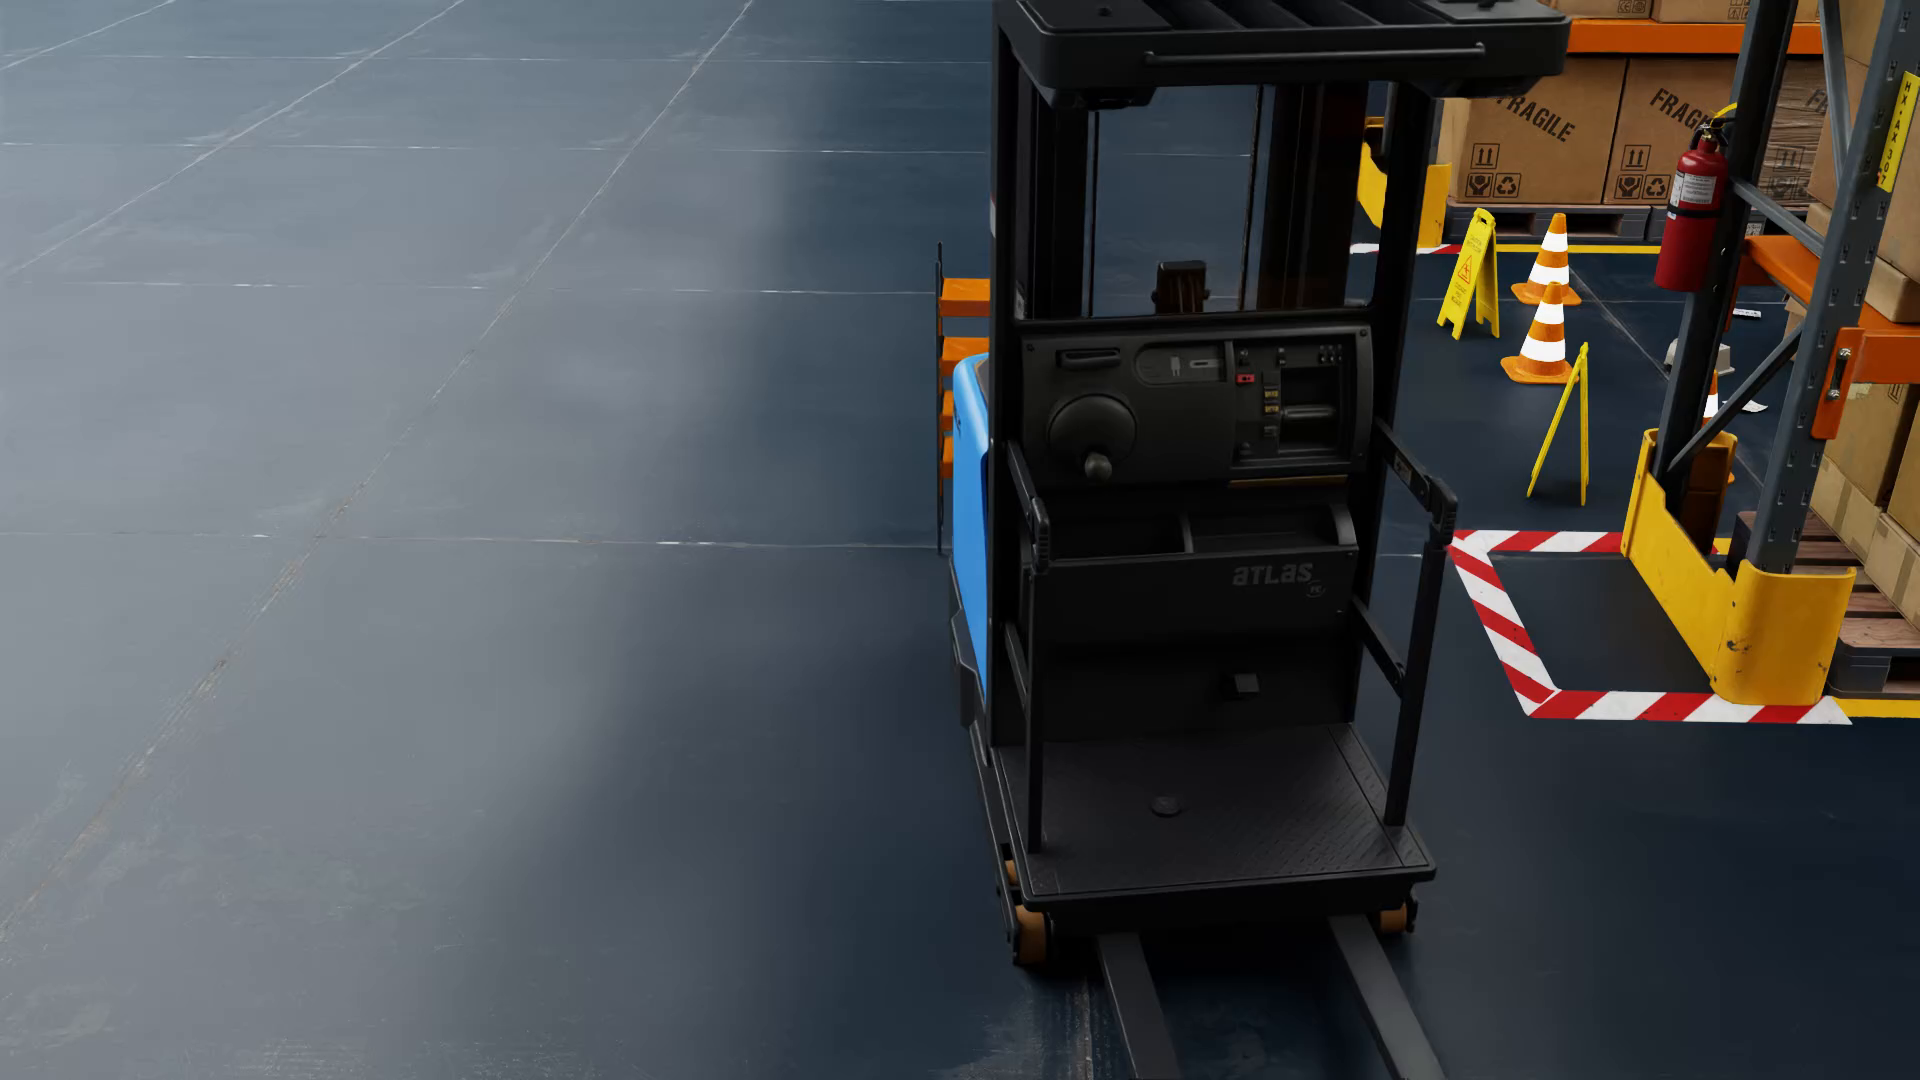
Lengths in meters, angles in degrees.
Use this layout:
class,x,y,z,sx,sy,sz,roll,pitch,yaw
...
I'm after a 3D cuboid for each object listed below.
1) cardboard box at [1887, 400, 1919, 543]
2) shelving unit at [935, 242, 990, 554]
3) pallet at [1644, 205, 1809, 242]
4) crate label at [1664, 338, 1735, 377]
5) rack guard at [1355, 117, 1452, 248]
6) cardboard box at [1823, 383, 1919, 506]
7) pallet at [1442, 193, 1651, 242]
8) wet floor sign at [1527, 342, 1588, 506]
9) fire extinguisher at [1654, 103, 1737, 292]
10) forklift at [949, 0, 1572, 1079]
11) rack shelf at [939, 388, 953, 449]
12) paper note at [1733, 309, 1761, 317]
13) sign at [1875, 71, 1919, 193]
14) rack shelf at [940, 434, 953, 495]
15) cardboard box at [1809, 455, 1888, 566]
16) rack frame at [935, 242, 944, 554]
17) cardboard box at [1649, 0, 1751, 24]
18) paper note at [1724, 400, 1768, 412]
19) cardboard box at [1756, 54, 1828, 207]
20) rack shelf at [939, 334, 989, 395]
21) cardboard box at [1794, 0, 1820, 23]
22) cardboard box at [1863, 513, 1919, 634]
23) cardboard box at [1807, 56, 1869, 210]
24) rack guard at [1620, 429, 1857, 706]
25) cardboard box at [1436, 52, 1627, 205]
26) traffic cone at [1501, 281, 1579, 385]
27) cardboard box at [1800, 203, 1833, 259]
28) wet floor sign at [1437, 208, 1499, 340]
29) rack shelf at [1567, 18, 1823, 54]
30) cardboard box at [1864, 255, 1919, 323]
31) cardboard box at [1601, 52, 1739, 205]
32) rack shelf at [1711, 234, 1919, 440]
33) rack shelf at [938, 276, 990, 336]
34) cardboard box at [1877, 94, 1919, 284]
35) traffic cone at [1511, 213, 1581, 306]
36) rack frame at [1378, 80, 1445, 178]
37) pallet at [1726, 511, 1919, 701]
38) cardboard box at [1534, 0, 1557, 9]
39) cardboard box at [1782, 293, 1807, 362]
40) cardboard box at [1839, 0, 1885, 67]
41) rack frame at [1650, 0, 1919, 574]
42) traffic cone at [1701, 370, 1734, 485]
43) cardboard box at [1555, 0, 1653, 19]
class,x,y,z,sx,sy,sz,roll,pitch,yaw
cardboard box,3.525,-0.199,5.548,0.500,0.500,0.500,0,28,0
shelving unit,0.165,-0.527,6.402,0.503,1.200,0.258,1,28,2
pallet,4.796,-2.128,10.478,1.213,0.211,1.003,1,28,2
crate label,3.667,-0.913,8.264,0.298,0.136,0.250,-14,31,-24
rack guard,2.754,-2.254,10.407,0.348,0.500,1.175,1,28,2
cardboard box,3.514,-0.451,6.022,0.500,0.500,0.500,1,28,2
pallet,3.580,-2.150,10.518,1.213,0.211,1.003,1,28,2
wet floor sign,2.553,-0.504,6.949,0.232,0.644,0.267,11,30,19
fire extinguisher,2.606,-1.223,5.876,0.183,0.674,0.296,1,28,2
forklift,0.650,-0.316,4.154,1.130,2.935,3.031,-3,28,-6
rack shelf,0.165,-0.468,6.433,0.480,0.148,0.258,1,28,2
paper note,4.244,-1.226,8.970,0.142,0.017,0.144,11,30,19
sign,2.686,-1.168,4.765,0.005,0.325,0.100,1,28,2
rack shelf,0.165,-0.293,6.526,0.480,0.148,0.258,1,28,2
cardboard box,3.546,-0.123,6.204,0.500,0.250,0.500,1,28,2
rack frame,-0.078,-0.531,6.410,0.015,1.200,0.240,1,28,2
cardboard box,4.256,-3.373,9.688,0.550,0.550,0.875,1,28,2
paper note,3.720,-0.644,7.871,0.142,0.019,0.148,-9,29,-16
cardboard box,5.249,-2.595,10.202,0.875,0.875,0.875,1,28,2
rack shelf,0.165,-0.666,6.329,0.480,0.148,0.258,1,28,2
cardboard box,4.788,-3.384,9.708,0.500,0.550,0.875,1,28,2
cardboard box,3.501,0.132,5.723,0.500,0.250,0.500,1,28,1
cardboard box,3.257,-1.335,5.580,0.500,0.500,0.500,0,28,1
rack guard,2.781,0.066,6.030,0.348,0.500,1.175,1,28,2
cardboard box,3.458,-2.625,10.258,0.875,0.875,0.875,1,28,2
traffic cone,2.879,-1.041,8.158,0.334,0.463,0.336,1,28,2
cardboard box,3.086,-1.023,5.683,0.250,0.149,0.380,2,28,4
wet floor sign,2.680,-1.392,8.625,0.232,0.644,0.267,-4,28,-7
rack shelf,4.777,-3.008,9.927,4.000,0.370,1.077,1,28,2
cardboard box,3.037,-0.826,5.313,0.250,0.149,0.380,1,28,2
cardboard box,4.338,-2.611,10.232,0.875,0.875,0.875,1,28,1
rack shelf,4.703,-0.689,5.553,4.000,0.370,1.077,1,28,2
rack shelf,0.165,-0.875,6.218,0.480,0.148,0.258,1,28,2
cardboard box,3.168,-1.078,5.094,0.500,0.500,0.500,1,28,1
traffic cone,3.259,-1.564,9.145,0.334,0.463,0.336,1,28,2
rack frame,2.778,-3.359,9.821,0.127,3.000,1.000,1,28,2
pallet,3.591,0.223,6.041,1.213,0.211,1.003,1,28,2
cardboard box,3.151,-3.440,9.814,0.550,0.550,0.875,1,28,2
cardboard box,4.549,-1.093,8.212,0.637,0.503,0.797,-20,34,-33
cardboard box,3.223,-1.751,5.297,0.500,0.500,0.700,0,28,1
rack frame,2.705,-1.040,5.447,0.127,3.000,1.000,1,28,2
traffic cone,3.180,-0.516,7.167,0.334,0.463,0.336,1,28,2
cardboard box,3.701,-3.441,9.816,0.550,0.550,0.875,1,28,2
